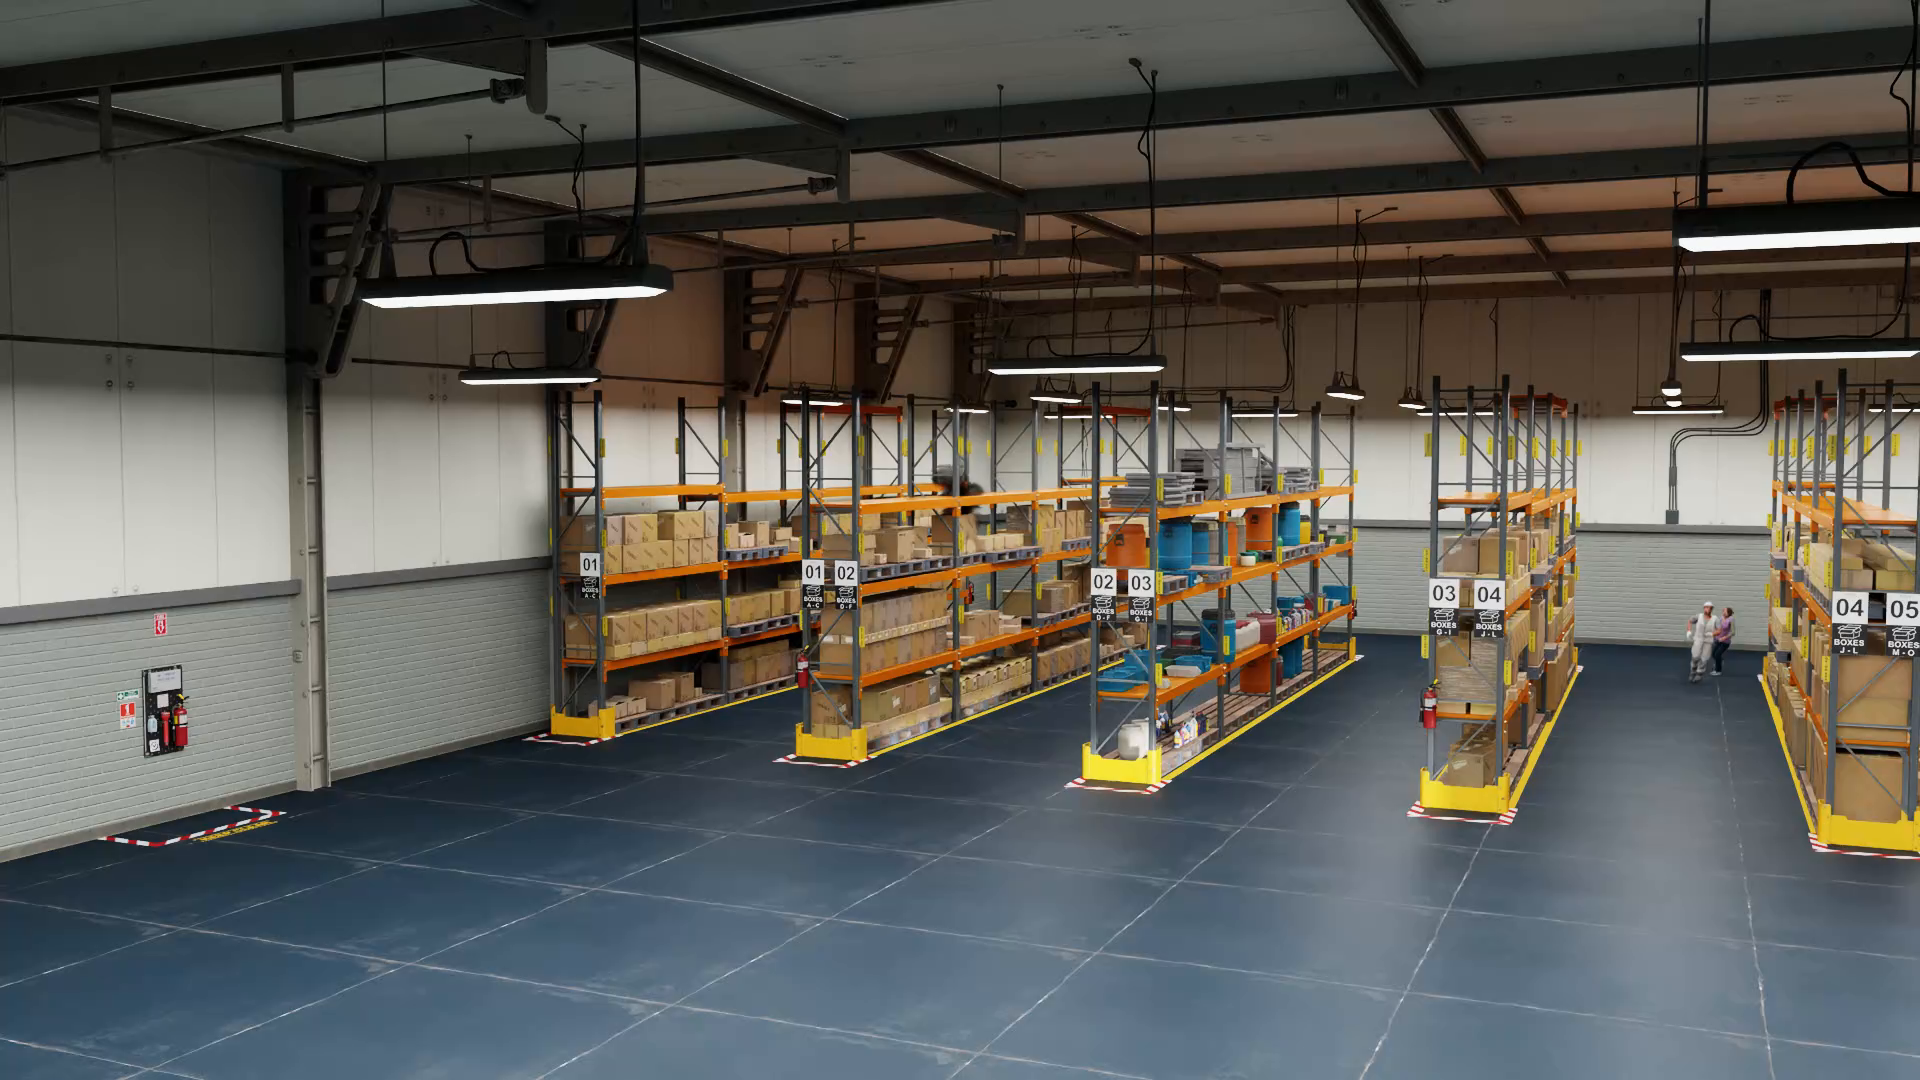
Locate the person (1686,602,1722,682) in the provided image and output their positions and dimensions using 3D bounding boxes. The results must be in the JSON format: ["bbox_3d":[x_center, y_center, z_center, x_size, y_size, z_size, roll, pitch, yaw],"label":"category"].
[{"bbox_3d":[15.805,2.173,35.316,0.687,1.728,0.598,1,3,21],"label":"person"}]

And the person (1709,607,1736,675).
[{"bbox_3d":[16.694,2.268,36.446,0.487,1.439,0.566,-2,4,-30],"label":"person"}]
